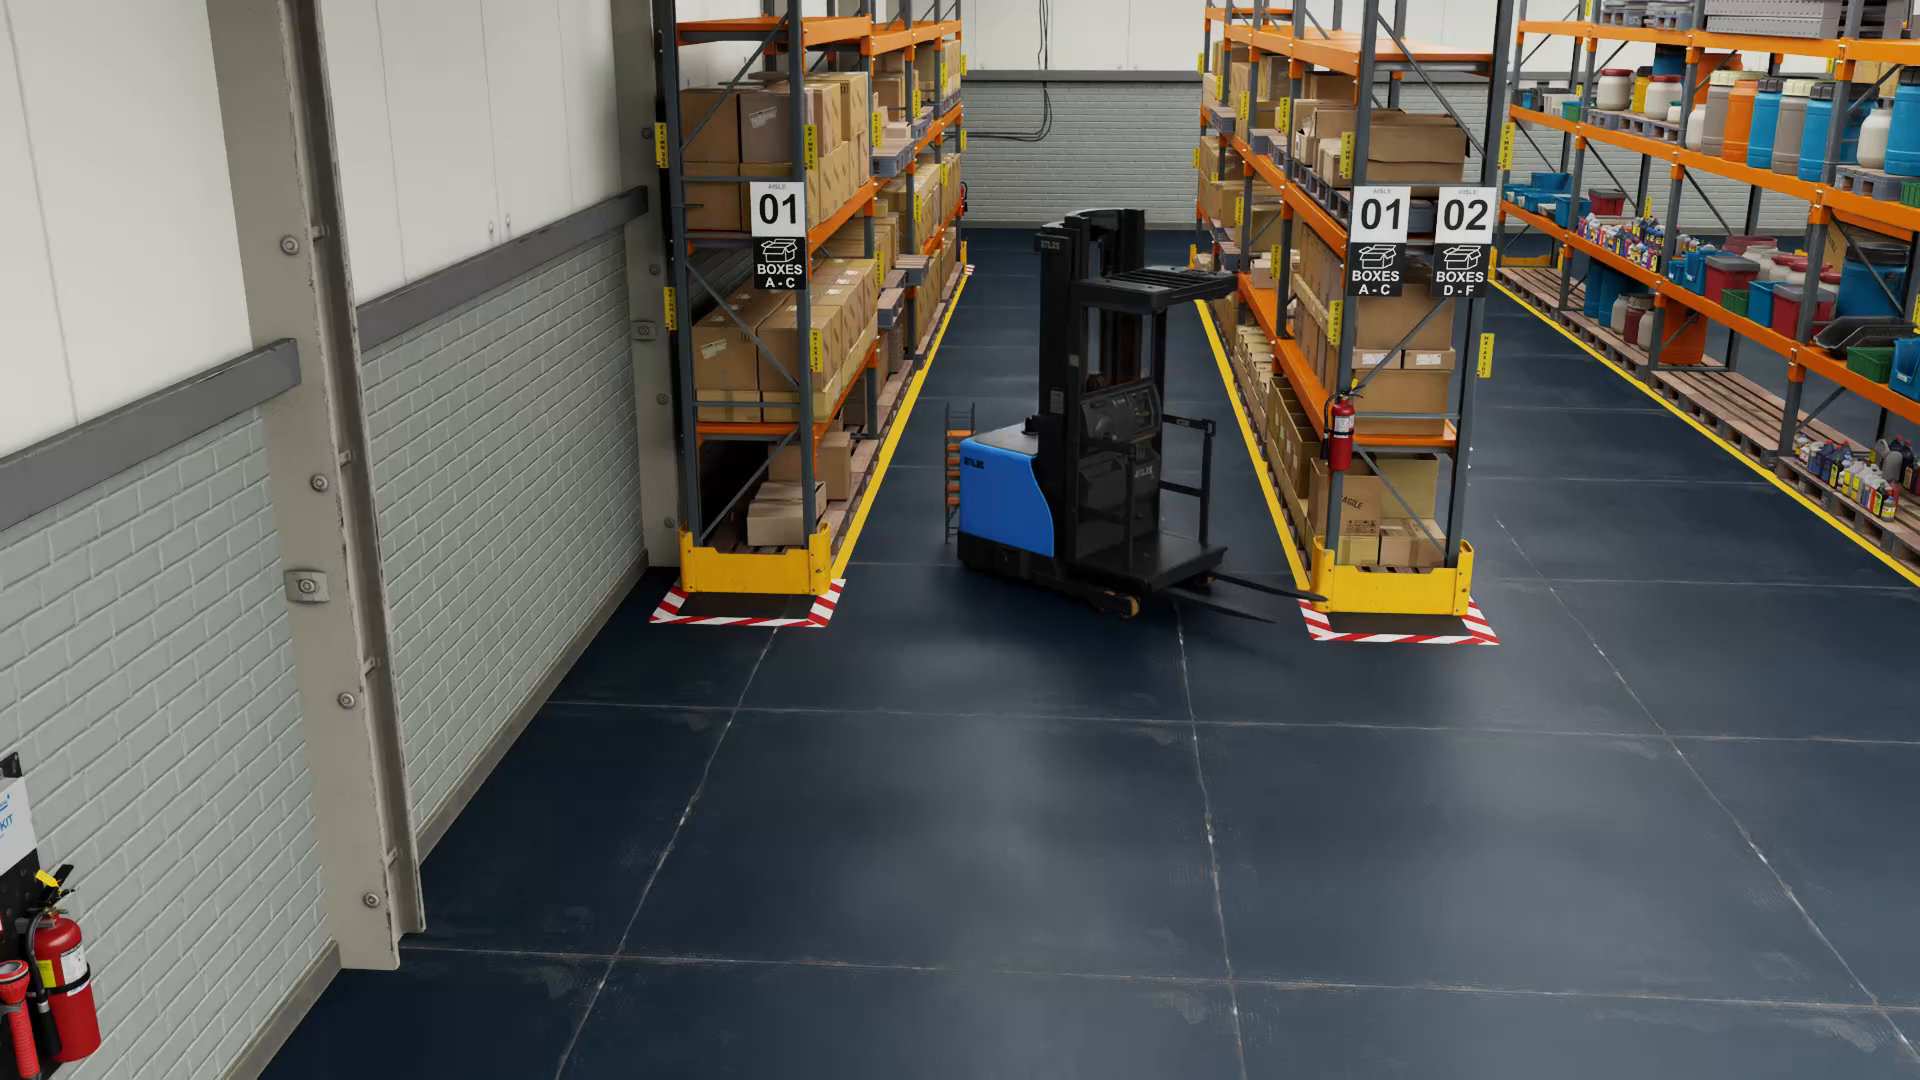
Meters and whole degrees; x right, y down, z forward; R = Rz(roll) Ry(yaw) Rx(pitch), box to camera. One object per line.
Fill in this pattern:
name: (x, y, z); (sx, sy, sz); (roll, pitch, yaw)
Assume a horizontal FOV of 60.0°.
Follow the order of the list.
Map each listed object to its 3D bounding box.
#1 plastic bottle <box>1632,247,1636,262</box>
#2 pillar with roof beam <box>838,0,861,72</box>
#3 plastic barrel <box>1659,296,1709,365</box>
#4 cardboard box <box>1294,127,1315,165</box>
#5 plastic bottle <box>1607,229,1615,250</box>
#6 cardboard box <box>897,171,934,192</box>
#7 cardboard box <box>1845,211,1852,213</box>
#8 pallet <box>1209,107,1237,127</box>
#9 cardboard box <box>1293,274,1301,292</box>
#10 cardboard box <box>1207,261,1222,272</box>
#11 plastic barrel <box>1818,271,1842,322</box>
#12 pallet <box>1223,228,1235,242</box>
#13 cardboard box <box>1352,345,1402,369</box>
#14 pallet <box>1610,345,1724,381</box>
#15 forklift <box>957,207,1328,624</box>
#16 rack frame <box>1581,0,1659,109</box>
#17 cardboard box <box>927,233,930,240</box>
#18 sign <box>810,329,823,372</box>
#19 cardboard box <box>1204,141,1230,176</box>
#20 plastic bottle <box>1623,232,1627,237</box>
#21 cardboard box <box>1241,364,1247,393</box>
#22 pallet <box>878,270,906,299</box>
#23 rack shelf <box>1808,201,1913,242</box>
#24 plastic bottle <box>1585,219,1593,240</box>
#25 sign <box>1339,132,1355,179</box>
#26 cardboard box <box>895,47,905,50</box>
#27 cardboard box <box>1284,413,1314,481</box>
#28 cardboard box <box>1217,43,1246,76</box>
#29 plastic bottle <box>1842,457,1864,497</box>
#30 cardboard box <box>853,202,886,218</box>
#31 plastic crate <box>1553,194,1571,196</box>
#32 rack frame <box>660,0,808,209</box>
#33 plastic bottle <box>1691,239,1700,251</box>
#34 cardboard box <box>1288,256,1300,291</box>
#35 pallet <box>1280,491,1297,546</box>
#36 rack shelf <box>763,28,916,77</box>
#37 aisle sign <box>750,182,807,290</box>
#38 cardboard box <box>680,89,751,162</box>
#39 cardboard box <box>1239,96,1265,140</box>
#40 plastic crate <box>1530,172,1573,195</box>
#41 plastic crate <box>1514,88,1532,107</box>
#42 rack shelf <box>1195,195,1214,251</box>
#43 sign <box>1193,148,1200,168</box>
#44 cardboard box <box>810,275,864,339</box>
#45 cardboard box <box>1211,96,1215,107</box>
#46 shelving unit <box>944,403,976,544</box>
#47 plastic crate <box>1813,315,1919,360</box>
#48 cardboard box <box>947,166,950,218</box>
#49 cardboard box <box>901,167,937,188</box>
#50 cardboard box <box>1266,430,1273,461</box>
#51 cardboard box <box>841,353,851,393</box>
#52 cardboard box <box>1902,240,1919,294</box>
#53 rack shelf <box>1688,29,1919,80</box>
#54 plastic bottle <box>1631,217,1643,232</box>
plastic bottle: (8.505, -3.595, 20.896); (0.097, 0.201, 0.097); (0, 18, 0)
pillar with roof beam: (2.710, -7.751, 23.626); (9.100, 9.000, 0.400); (1, 18, 4)
plastic barrel: (8.842, -2.617, 20.402); (0.600, 0.830, 0.708); (1, 18, 4)
cardboard box: (3.259, -3.496, 14.703); (0.500, 0.311, 0.500); (0, 18, 1)
plastic bottle: (8.579, -3.947, 21.858); (0.097, 0.271, 0.097); (0, 18, 0)
cardboard box: (-0.632, -4.846, 22.521); (0.500, 0.250, 0.500); (2, 18, 5)
cardboard box: (13.911, -5.129, 25.661); (0.380, 0.149, 0.250); (1, 18, 3)
pallet: (4.053, -5.785, 22.746); (1.213, 0.211, 1.003); (1, 18, 4)
cardboard box: (3.384, -2.442, 15.856); (0.380, 0.149, 0.250); (1, 18, 4)
cardboard box: (3.928, -3.854, 24.677); (0.500, 0.500, 0.500); (1, 18, 4)
plastic barrel: (8.824, -2.410, 16.744); (0.433, 0.535, 0.433); (0, 18, 0)
pallet: (4.018, -3.921, 21.879); (1.003, 0.211, 1.213); (1, 18, 4)
cardboard box: (3.147, -1.402, 12.681); (0.380, 0.149, 0.250); (1, 18, 3)
pallet: (8.839, -2.217, 20.849); (1.003, 0.211, 1.213); (1, 18, 4)
forklift: (1.403, -0.982, 12.714); (3.031, 2.935, 1.130); (16, 24, 40)
rack frame: (9.110, -7.389, 22.522); (1.000, 3.000, 0.127); (1, 18, 4)
cardboard box: (-0.615, -4.222, 22.862); (0.380, 0.149, 0.250); (1, 18, 4)
sign: (-1.090, -1.432, 12.585); (0.100, 0.325, 0.005); (1, 18, 4)
cardboard box: (4.091, -5.965, 26.044); (0.500, 0.500, 0.500); (2, 18, 5)
plastic bottle: (8.593, -3.828, 21.476); (0.061, 0.283, 0.133); (1, 18, 4)
cardboard box: (3.486, -1.827, 18.922); (0.500, 0.250, 0.500); (1, 18, 2)
pallet: (-1.159, -2.810, 18.490); (1.003, 0.211, 1.213); (1, 18, 4)
rack shelf: (14.194, -4.707, 25.126); (1.077, 0.370, 4.000); (1, 18, 4)
plastic bottle: (8.652, -4.265, 22.828); (0.097, 0.271, 0.097); (0, 18, 0)
sign: (2.770, -2.748, 11.880); (0.100, 0.325, 0.005); (1, 18, 4)
cardboard box: (-0.954, -6.939, 24.167); (0.500, 0.500, 0.500); (1, 18, 3)
cardboard box: (3.146, -0.812, 14.620); (0.500, 0.500, 0.500); (1, 18, 4)
cardboard box: (4.258, -7.216, 25.045); (0.700, 0.500, 0.500); (1, 18, 4)
plastic bottle: (8.021, -0.572, 14.898); (0.144, 0.351, 0.185); (1, 18, 3)
cardboard box: (-1.061, -3.874, 19.519); (0.380, 0.149, 0.250); (-2, 18, -5)
plastic crate: (9.519, -5.426, 26.494); (0.396, 0.136, 0.243); (1, 18, 4)
rack frame: (-1.631, -3.883, 11.823); (1.000, 3.000, 0.127); (1, 18, 4)
plastic bottle: (9.272, -3.654, 20.964); (0.097, 0.271, 0.097); (0, 18, 0)
cardboard box: (3.741, -2.770, 17.899); (0.500, 0.500, 0.500); (1, 18, 4)
pallet: (3.413, -0.214, 14.738); (1.003, 0.211, 1.213); (1, 18, 4)
rack shelf: (-1.201, -5.215, 17.684); (1.077, 0.370, 4.000); (1, 18, 4)
aisle sign: (-1.337, -2.239, 12.263); (0.394, 0.787, 0.004); (1, 18, 4)
cardboard box: (-1.861, -3.130, 12.542); (0.500, 0.500, 0.500); (2, 18, 6)
cardboard box: (3.917, -5.175, 20.422); (0.910, 0.500, 0.500); (1, 18, 4)
plastic crate: (9.559, -5.718, 26.902); (0.616, 0.435, 0.499); (1, 18, 4)
plastic crate: (9.092, -7.031, 26.455); (0.497, 0.269, 0.590); (1, 18, 4)
rack shelf: (4.313, -4.929, 25.805); (1.077, 0.370, 4.000); (1, 18, 4)
sign: (3.916, -6.316, 27.490); (0.100, 0.325, 0.005); (1, 18, 4)
cardboard box: (-1.147, -2.104, 15.032); (0.500, 0.500, 0.500); (1, 18, 2)
cardboard box: (4.013, -6.472, 24.780); (0.500, 0.250, 0.500); (1, 18, 4)
shelving unit: (-0.001, -0.566, 14.222); (0.258, 1.200, 0.189); (1, 18, 4)
plastic crate: (8.372, -1.864, 15.395); (0.767, 0.338, 0.504); (1, 18, 4)
cardboard box: (-0.658, -5.297, 25.289); (0.980, 0.700, 0.700); (1, 18, 3)
cardboard box: (-0.596, -5.005, 23.005); (0.500, 0.250, 0.500); (2, 18, 5)
cardboard box: (3.261, -0.921, 16.158); (0.500, 0.250, 0.500); (1, 18, 4)
cardboard box: (-1.214, -1.435, 14.193); (0.500, 0.250, 0.500); (1, 18, 3)
cardboard box: (14.178, -3.821, 24.004); (0.875, 0.875, 0.875); (1, 18, 4)
rack shelf: (8.680, -4.994, 17.009); (1.077, 0.370, 4.000); (1, 18, 4)
plastic bottle: (9.405, -4.350, 23.080); (0.152, 0.276, 0.135); (1, 18, 4)
